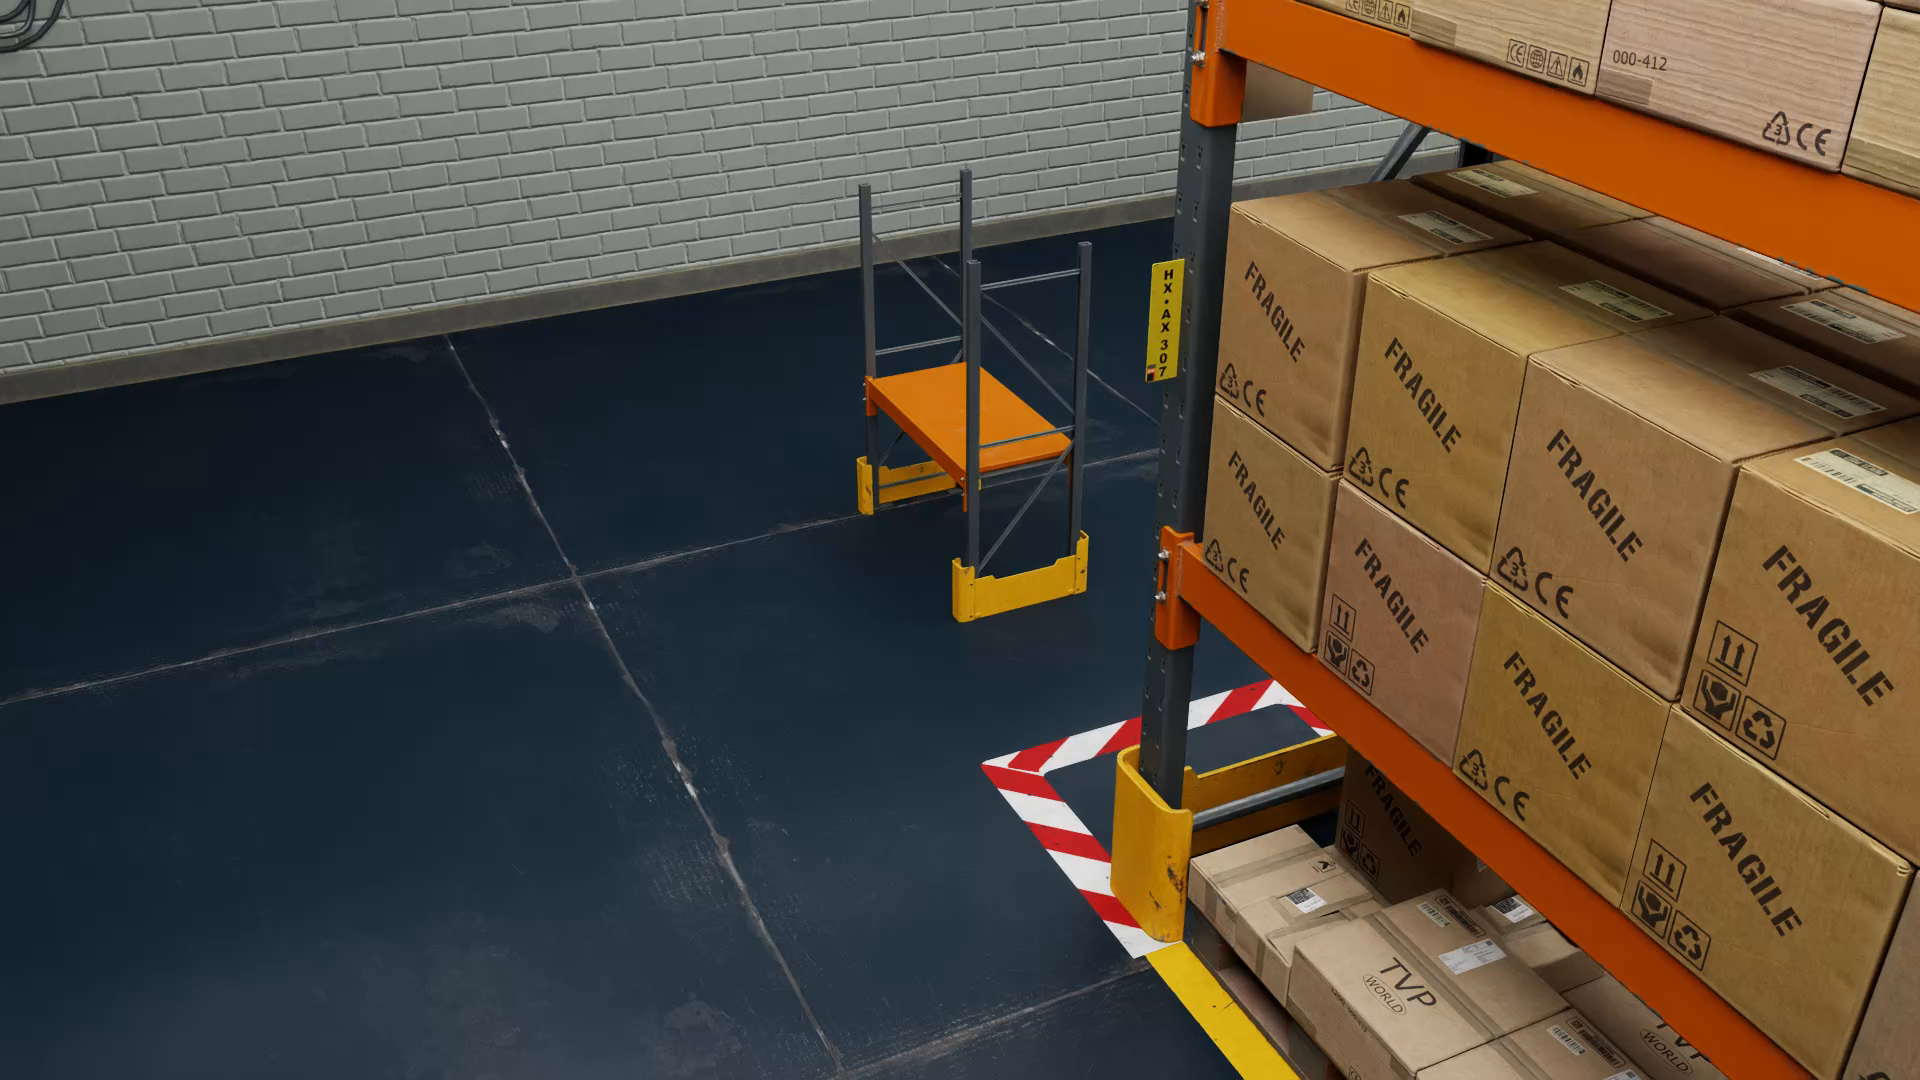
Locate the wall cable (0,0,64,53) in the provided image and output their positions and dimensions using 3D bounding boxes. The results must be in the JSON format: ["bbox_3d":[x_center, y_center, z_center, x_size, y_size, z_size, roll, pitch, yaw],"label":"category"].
[{"bbox_3d":[-5.554,-3.097,6.747,3.097,2.526,0.112,-13,32,-22],"label":"wall cable"}]

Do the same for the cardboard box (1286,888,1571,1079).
[{"bbox_3d":[1.216,1.225,4.360,0.500,0.250,0.500,-13,32,-22],"label":"cardboard box"}]

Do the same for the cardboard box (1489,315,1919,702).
[{"bbox_3d":[1.418,-0.080,3.201,0.500,0.500,0.500,-13,32,-21],"label":"cardboard box"}]

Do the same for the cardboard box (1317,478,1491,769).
[{"bbox_3d":[1.202,0.132,3.846,0.500,0.500,0.500,-13,32,-22],"label":"cardboard box"}]

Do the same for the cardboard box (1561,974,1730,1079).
[{"bbox_3d":[1.860,1.319,4.192,0.500,0.250,0.500,-13,32,-22],"label":"cardboard box"}]

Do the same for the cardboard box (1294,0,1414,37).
[{"bbox_3d":[1.015,-1.265,3.526,0.500,0.250,0.500,-13,32,-22],"label":"cardboard box"}]

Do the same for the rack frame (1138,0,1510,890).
[{"bbox_3d":[1.024,-0.303,4.723,1.000,3.000,0.127,-13,32,-22],"label":"rack frame"}]

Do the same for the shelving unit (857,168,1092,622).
[{"bbox_3d":[0.033,-0.620,6.823,0.587,1.500,1.083,-13,32,-22],"label":"shelving unit"}]

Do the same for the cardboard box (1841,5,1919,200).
[{"bbox_3d":[1.654,-0.602,2.343,0.500,0.250,0.500,-13,32,-22],"label":"cardboard box"}]

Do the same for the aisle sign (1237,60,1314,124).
[{"bbox_3d":[0.729,-1.405,4.031,0.394,0.787,0.004,-13,32,-22],"label":"aisle sign"}]

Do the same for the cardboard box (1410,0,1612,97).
[{"bbox_3d":[1.218,-1.042,3.127,0.500,0.250,0.500,-13,32,-22],"label":"cardboard box"}]

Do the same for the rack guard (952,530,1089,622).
[{"bbox_3d":[0.247,0.145,6.736,0.587,0.250,0.087,-13,32,-22],"label":"rack guard"}]

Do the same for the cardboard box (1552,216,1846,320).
[{"bbox_3d":[1.681,-0.421,3.809,0.500,0.500,0.500,-12,32,-21],"label":"cardboard box"}]

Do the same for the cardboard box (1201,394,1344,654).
[{"bbox_3d":[0.976,-0.095,4.250,0.500,0.500,0.500,-12,32,-21],"label":"cardboard box"}]

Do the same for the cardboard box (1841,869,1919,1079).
[{"bbox_3d":[1.849,0.800,2.655,0.500,0.500,0.500,-12,32,-21],"label":"cardboard box"}]

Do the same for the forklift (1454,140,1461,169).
[{"bbox_3d":[2.884,-1.481,6.894,3.031,2.935,1.130,-3,29,-6],"label":"forklift"}]

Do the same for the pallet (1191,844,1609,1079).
[{"bbox_3d":[1.399,1.299,4.718,1.003,0.211,1.213,-13,32,-22],"label":"pallet"}]

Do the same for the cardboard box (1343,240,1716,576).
[{"bbox_3d":[1.207,-0.302,3.597,0.500,0.500,0.500,-13,32,-21],"label":"cardboard box"}]

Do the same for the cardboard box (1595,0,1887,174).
[{"bbox_3d":[1.434,-0.821,2.734,0.500,0.250,0.500,-13,32,-22],"label":"cardboard box"}]

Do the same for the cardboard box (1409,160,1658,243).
[{"bbox_3d":[1.463,-0.644,4.206,0.500,0.500,0.500,-13,32,-22],"label":"cardboard box"}]

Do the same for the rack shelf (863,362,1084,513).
[{"bbox_3d":[0.037,-0.460,6.904,0.538,0.185,1.000,-13,32,-22],"label":"rack shelf"}]

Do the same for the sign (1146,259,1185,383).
[{"bbox_3d":[0.534,-0.566,4.308,0.100,0.325,0.005,-13,32,-22],"label":"sign"}]

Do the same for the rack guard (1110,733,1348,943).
[{"bbox_3d":[1.056,0.821,5.275,1.175,0.500,0.348,-13,32,-22],"label":"rack guard"}]

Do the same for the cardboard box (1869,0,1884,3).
[{"bbox_3d":[1.438,-1.040,2.614,0.500,0.250,0.500,-13,32,-22],"label":"cardboard box"}]

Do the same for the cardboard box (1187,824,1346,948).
[{"bbox_3d":[0.893,1.006,4.854,0.380,0.149,0.250,-13,32,-22],"label":"cardboard box"}]

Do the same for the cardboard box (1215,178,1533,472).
[{"bbox_3d":[0.976,-0.531,4.006,0.500,0.500,0.500,-12,31,-20],"label":"cardboard box"}]

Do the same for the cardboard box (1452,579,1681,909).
[{"bbox_3d":[1.415,0.354,3.449,0.500,0.500,0.500,-13,32,-22],"label":"cardboard box"}]

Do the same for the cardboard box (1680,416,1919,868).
[{"bbox_3d":[1.636,0.144,2.801,0.500,0.500,0.500,-13,32,-22],"label":"cardboard box"}]

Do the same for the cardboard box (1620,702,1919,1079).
[{"bbox_3d":[1.628,0.575,3.055,0.500,0.500,0.500,-13,32,-21],"label":"cardboard box"}]

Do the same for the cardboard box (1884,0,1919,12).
[{"bbox_3d":[1.649,-0.819,2.218,0.500,0.250,0.500,-13,32,-22],"label":"cardboard box"}]

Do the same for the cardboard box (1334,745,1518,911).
[{"bbox_3d":[1.480,0.784,4.891,0.500,0.500,0.500,-13,32,-22],"label":"cardboard box"}]

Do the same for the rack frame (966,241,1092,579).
[{"bbox_3d":[0.255,-0.392,6.416,0.500,1.500,0.032,-13,32,-22],"label":"rack frame"}]

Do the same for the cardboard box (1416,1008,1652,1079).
[{"bbox_3d":[1.430,1.446,3.966,0.500,0.250,0.500,-13,32,-22],"label":"cardboard box"}]

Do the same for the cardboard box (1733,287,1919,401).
[{"bbox_3d":[1.908,-0.193,3.402,0.500,0.500,0.500,-12,32,-21],"label":"cardboard box"}]

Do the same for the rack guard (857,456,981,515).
[{"bbox_3d":[-0.181,-0.295,7.521,0.587,0.250,0.087,-13,32,-22],"label":"rack guard"}]

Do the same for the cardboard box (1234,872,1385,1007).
[{"bbox_3d":[1.000,1.109,4.653,0.380,0.166,0.250,-13,32,-22],"label":"cardboard box"}]

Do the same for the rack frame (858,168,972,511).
[{"bbox_3d":[-0.182,-0.841,7.216,0.500,1.500,0.032,-13,32,-22],"label":"rack frame"}]

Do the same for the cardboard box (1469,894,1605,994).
[{"bbox_3d":[1.572,1.127,4.620,0.380,0.166,0.250,-13,32,-22],"label":"cardboard box"}]

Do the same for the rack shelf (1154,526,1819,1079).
[{"bbox_3d":[1.882,0.895,3.323,1.077,0.370,4.000,-13,32,-22],"label":"rack shelf"}]

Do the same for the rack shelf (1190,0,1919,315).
[{"bbox_3d":[1.882,-0.414,2.590,1.077,0.370,4.000,-13,32,-22],"label":"rack shelf"}]
